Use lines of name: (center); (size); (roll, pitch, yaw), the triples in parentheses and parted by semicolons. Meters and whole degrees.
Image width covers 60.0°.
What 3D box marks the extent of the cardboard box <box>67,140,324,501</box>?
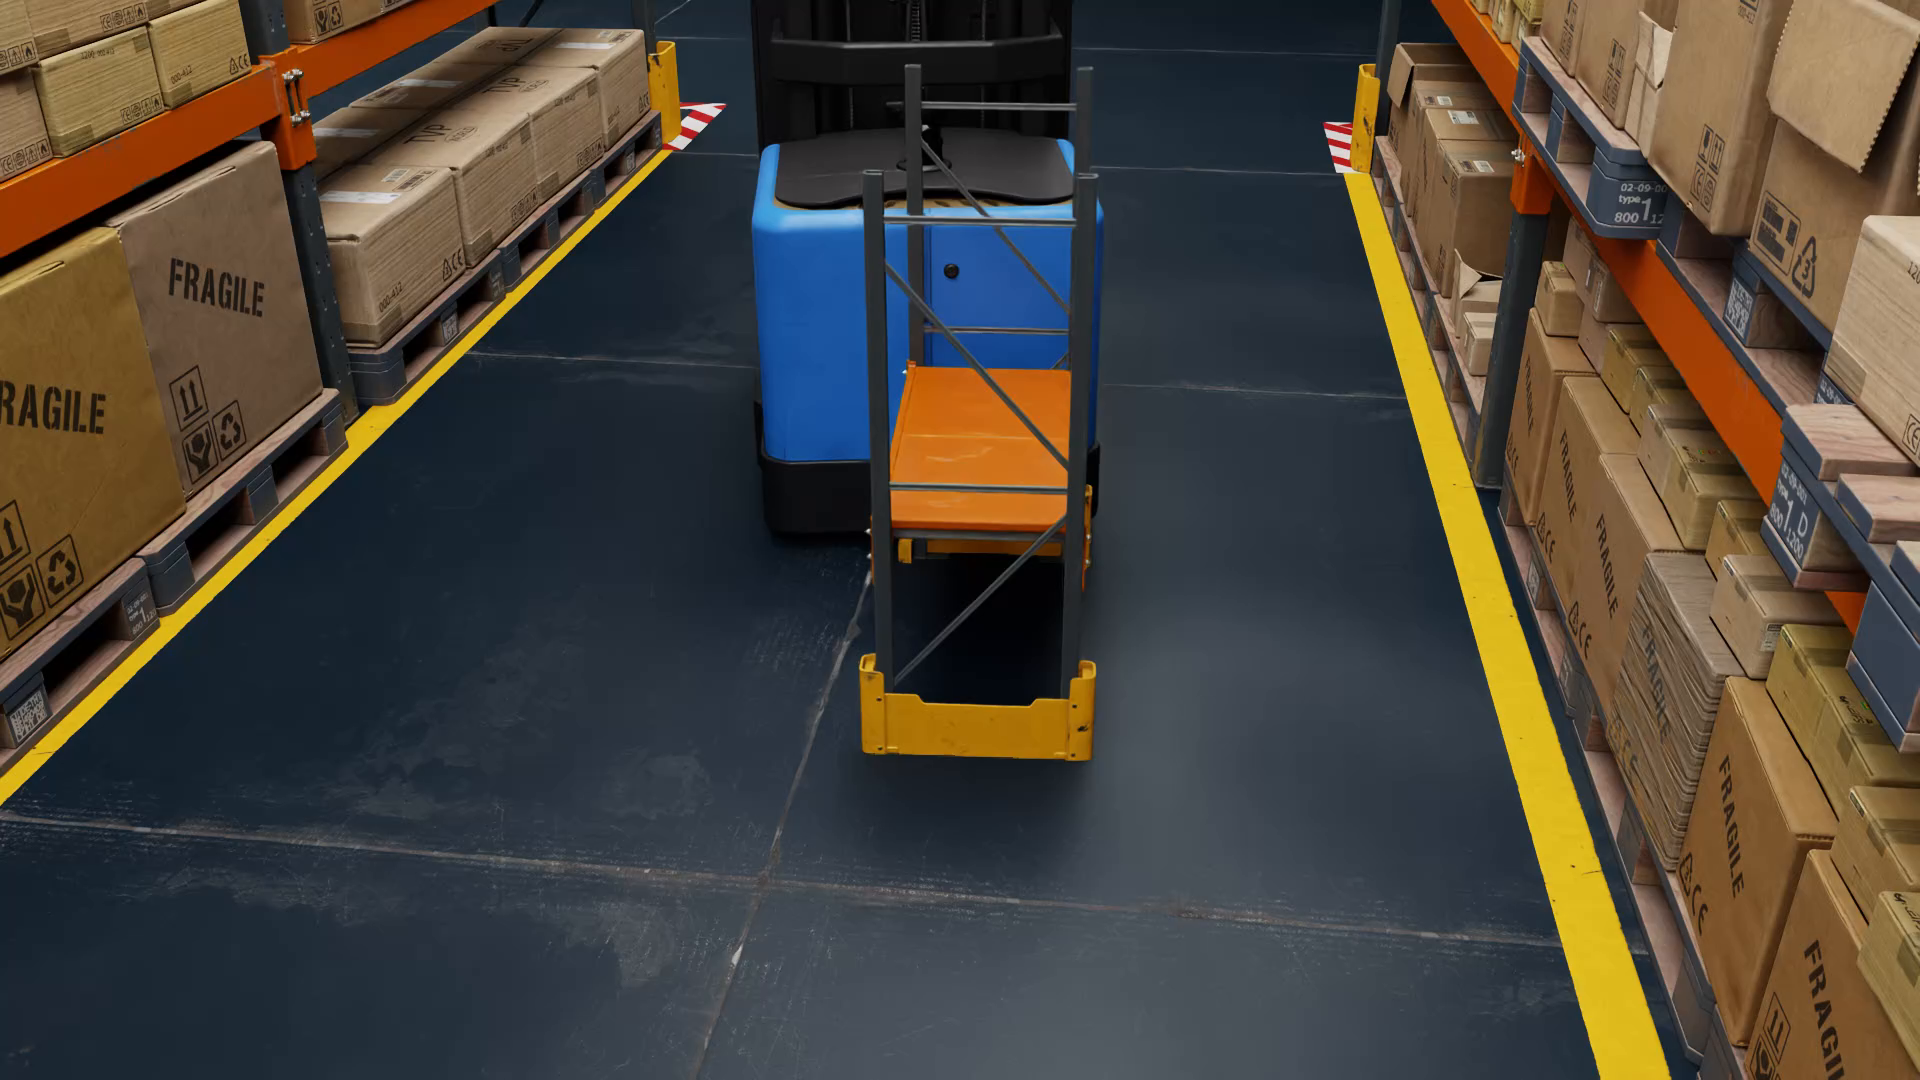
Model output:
cardboard box: (-2.696, -0.726, 5.232); (0.875, 0.875, 0.875); (4, 29, 8)

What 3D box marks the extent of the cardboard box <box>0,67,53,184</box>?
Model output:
cardboard box: (-2.649, -1.005, 4.111); (0.500, 0.250, 0.500); (3, 28, 5)

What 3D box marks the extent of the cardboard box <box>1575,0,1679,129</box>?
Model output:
cardboard box: (1.882, -1.257, 3.872); (0.700, 0.500, 0.500); (4, 29, 7)

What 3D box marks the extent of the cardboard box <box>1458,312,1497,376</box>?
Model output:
cardboard box: (2.004, -0.695, 5.941); (0.380, 0.149, 0.250); (3, 28, 5)

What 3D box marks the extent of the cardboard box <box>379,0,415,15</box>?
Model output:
cardboard box: (-2.316, -2.259, 6.175); (0.500, 0.500, 0.500); (4, 29, 7)

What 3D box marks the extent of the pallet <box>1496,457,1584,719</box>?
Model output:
pallet: (2.165, 0.127, 4.793); (1.003, 0.211, 1.213); (3, 28, 6)

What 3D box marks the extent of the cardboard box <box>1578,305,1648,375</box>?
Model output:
cardboard box: (1.962, -0.568, 4.650); (0.380, 0.149, 0.250); (3, 28, 5)

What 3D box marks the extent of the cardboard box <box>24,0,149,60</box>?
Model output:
cardboard box: (-2.566, -1.470, 4.446); (0.500, 0.250, 0.500); (4, 29, 7)

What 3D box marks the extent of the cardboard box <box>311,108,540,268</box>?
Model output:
cardboard box: (-2.407, -1.540, 7.205); (0.875, 0.438, 0.875); (3, 28, 5)

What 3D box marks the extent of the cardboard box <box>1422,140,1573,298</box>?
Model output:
cardboard box: (2.278, -1.282, 6.660); (0.700, 0.500, 0.500); (2, 28, 4)

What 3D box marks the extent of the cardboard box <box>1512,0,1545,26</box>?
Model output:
cardboard box: (2.048, -1.805, 5.282); (0.500, 0.250, 0.500); (4, 29, 7)

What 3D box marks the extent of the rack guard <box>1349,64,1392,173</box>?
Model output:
rack guard: (2.708, -2.233, 8.867); (1.175, 0.500, 0.348); (3, 28, 6)

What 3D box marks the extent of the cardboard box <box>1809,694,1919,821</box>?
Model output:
cardboard box: (1.702, 0.406, 2.842); (0.380, 0.149, 0.250); (4, 29, 8)

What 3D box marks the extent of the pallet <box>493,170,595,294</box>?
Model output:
pallet: (-2.382, -1.474, 7.764); (1.003, 0.211, 1.213); (3, 28, 6)

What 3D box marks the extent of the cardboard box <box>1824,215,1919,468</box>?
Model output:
cardboard box: (1.545, -0.238, 2.244); (0.500, 0.250, 0.500); (2, 28, 4)

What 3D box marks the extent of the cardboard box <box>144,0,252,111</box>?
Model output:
cardboard box: (-2.504, -1.481, 4.995); (0.500, 0.250, 0.500); (3, 28, 5)

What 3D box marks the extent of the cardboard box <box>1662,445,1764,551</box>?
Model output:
cardboard box: (1.821, -0.084, 3.753); (0.380, 0.149, 0.250); (4, 29, 8)

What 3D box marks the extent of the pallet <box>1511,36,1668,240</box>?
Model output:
pallet: (2.021, -1.032, 4.205); (1.003, 0.211, 1.213); (3, 28, 6)

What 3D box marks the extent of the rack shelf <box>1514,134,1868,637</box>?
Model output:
rack shelf: (1.982, -0.228, 3.269); (1.077, 0.370, 4.000); (3, 28, 6)

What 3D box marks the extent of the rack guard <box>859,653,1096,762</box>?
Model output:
rack guard: (0.044, 0.424, 4.200); (0.587, 0.250, 0.087); (2, 28, 3)

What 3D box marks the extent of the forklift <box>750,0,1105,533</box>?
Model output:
forklift: (-0.180, -1.976, 5.828); (1.130, 2.935, 3.031); (-2, 28, -3)

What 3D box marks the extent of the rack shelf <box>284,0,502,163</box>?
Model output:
rack shelf: (-2.454, -2.398, 7.296); (1.077, 0.370, 4.000); (3, 28, 6)

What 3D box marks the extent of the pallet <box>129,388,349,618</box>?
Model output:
pallet: (-2.719, -0.178, 5.357); (1.003, 0.211, 1.213); (3, 28, 6)

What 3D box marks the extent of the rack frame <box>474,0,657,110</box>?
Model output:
rack frame: (-2.209, -3.656, 8.873); (1.000, 3.000, 0.127); (3, 28, 6)

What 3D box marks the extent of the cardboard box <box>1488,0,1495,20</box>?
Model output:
cardboard box: (2.093, -1.910, 5.897); (0.380, 0.149, 0.250); (4, 29, 8)

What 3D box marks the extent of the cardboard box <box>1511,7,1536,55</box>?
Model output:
cardboard box: (2.026, -1.664, 5.441); (0.380, 0.149, 0.250); (4, 29, 8)

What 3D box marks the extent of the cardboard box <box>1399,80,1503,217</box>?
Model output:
cardboard box: (2.405, -1.771, 7.567); (0.700, 0.500, 0.500); (4, 29, 8)

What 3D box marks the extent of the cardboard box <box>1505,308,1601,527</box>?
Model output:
cardboard box: (1.945, -0.356, 4.941); (0.500, 0.500, 0.500); (5, 29, 8)

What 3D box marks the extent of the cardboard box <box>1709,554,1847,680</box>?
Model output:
cardboard box: (1.737, 0.157, 3.305); (0.380, 0.149, 0.250); (2, 28, 4)

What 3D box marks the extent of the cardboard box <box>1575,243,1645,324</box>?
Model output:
cardboard box: (1.935, -0.709, 4.598); (0.380, 0.149, 0.250); (2, 28, 4)

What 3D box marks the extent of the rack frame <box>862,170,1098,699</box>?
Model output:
rack frame: (0.042, -0.117, 3.886); (0.500, 1.500, 0.032); (2, 28, 3)

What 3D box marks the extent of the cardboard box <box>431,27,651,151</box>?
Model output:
cardboard box: (-2.191, -2.396, 8.794); (0.875, 0.438, 0.875); (2, 28, 4)

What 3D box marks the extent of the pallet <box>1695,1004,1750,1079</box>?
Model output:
pallet: (1.866, 1.275, 2.661); (1.003, 0.211, 1.213); (3, 28, 6)

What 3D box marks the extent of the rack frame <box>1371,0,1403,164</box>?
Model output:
rack frame: (2.717, -3.369, 8.341); (1.000, 3.000, 0.127); (3, 28, 6)

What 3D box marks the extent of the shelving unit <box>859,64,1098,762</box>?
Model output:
shelving unit: (0.074, -0.362, 4.341); (0.587, 1.500, 1.083); (2, 28, 3)

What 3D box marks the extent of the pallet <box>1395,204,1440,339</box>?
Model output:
pallet: (2.459, -1.158, 7.176); (1.003, 0.211, 1.213); (3, 28, 6)

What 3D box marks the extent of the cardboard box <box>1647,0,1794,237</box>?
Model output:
cardboard box: (1.786, -0.887, 3.186); (0.700, 0.500, 0.500); (3, 28, 6)

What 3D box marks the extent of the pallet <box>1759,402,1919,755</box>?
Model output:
pallet: (1.750, 0.158, 1.996); (1.213, 0.211, 1.003); (3, 28, 6)

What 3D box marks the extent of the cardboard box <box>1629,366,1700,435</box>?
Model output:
cardboard box: (1.922, -0.317, 4.184); (0.380, 0.149, 0.250); (3, 28, 5)

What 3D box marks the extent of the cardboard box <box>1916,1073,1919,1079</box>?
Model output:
cardboard box: (1.576, 1.101, 2.237); (0.500, 0.500, 0.500); (4, 29, 8)

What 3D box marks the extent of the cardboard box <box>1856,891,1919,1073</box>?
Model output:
cardboard box: (1.549, 0.649, 2.391); (0.380, 0.149, 0.250); (2, 28, 4)

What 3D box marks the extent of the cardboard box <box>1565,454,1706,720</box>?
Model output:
cardboard box: (1.824, 0.130, 4.039); (0.500, 0.500, 0.500); (3, 28, 5)

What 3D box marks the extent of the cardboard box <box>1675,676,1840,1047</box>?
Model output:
cardboard box: (1.709, 0.619, 3.131); (0.500, 0.500, 0.500); (5, 29, 8)
